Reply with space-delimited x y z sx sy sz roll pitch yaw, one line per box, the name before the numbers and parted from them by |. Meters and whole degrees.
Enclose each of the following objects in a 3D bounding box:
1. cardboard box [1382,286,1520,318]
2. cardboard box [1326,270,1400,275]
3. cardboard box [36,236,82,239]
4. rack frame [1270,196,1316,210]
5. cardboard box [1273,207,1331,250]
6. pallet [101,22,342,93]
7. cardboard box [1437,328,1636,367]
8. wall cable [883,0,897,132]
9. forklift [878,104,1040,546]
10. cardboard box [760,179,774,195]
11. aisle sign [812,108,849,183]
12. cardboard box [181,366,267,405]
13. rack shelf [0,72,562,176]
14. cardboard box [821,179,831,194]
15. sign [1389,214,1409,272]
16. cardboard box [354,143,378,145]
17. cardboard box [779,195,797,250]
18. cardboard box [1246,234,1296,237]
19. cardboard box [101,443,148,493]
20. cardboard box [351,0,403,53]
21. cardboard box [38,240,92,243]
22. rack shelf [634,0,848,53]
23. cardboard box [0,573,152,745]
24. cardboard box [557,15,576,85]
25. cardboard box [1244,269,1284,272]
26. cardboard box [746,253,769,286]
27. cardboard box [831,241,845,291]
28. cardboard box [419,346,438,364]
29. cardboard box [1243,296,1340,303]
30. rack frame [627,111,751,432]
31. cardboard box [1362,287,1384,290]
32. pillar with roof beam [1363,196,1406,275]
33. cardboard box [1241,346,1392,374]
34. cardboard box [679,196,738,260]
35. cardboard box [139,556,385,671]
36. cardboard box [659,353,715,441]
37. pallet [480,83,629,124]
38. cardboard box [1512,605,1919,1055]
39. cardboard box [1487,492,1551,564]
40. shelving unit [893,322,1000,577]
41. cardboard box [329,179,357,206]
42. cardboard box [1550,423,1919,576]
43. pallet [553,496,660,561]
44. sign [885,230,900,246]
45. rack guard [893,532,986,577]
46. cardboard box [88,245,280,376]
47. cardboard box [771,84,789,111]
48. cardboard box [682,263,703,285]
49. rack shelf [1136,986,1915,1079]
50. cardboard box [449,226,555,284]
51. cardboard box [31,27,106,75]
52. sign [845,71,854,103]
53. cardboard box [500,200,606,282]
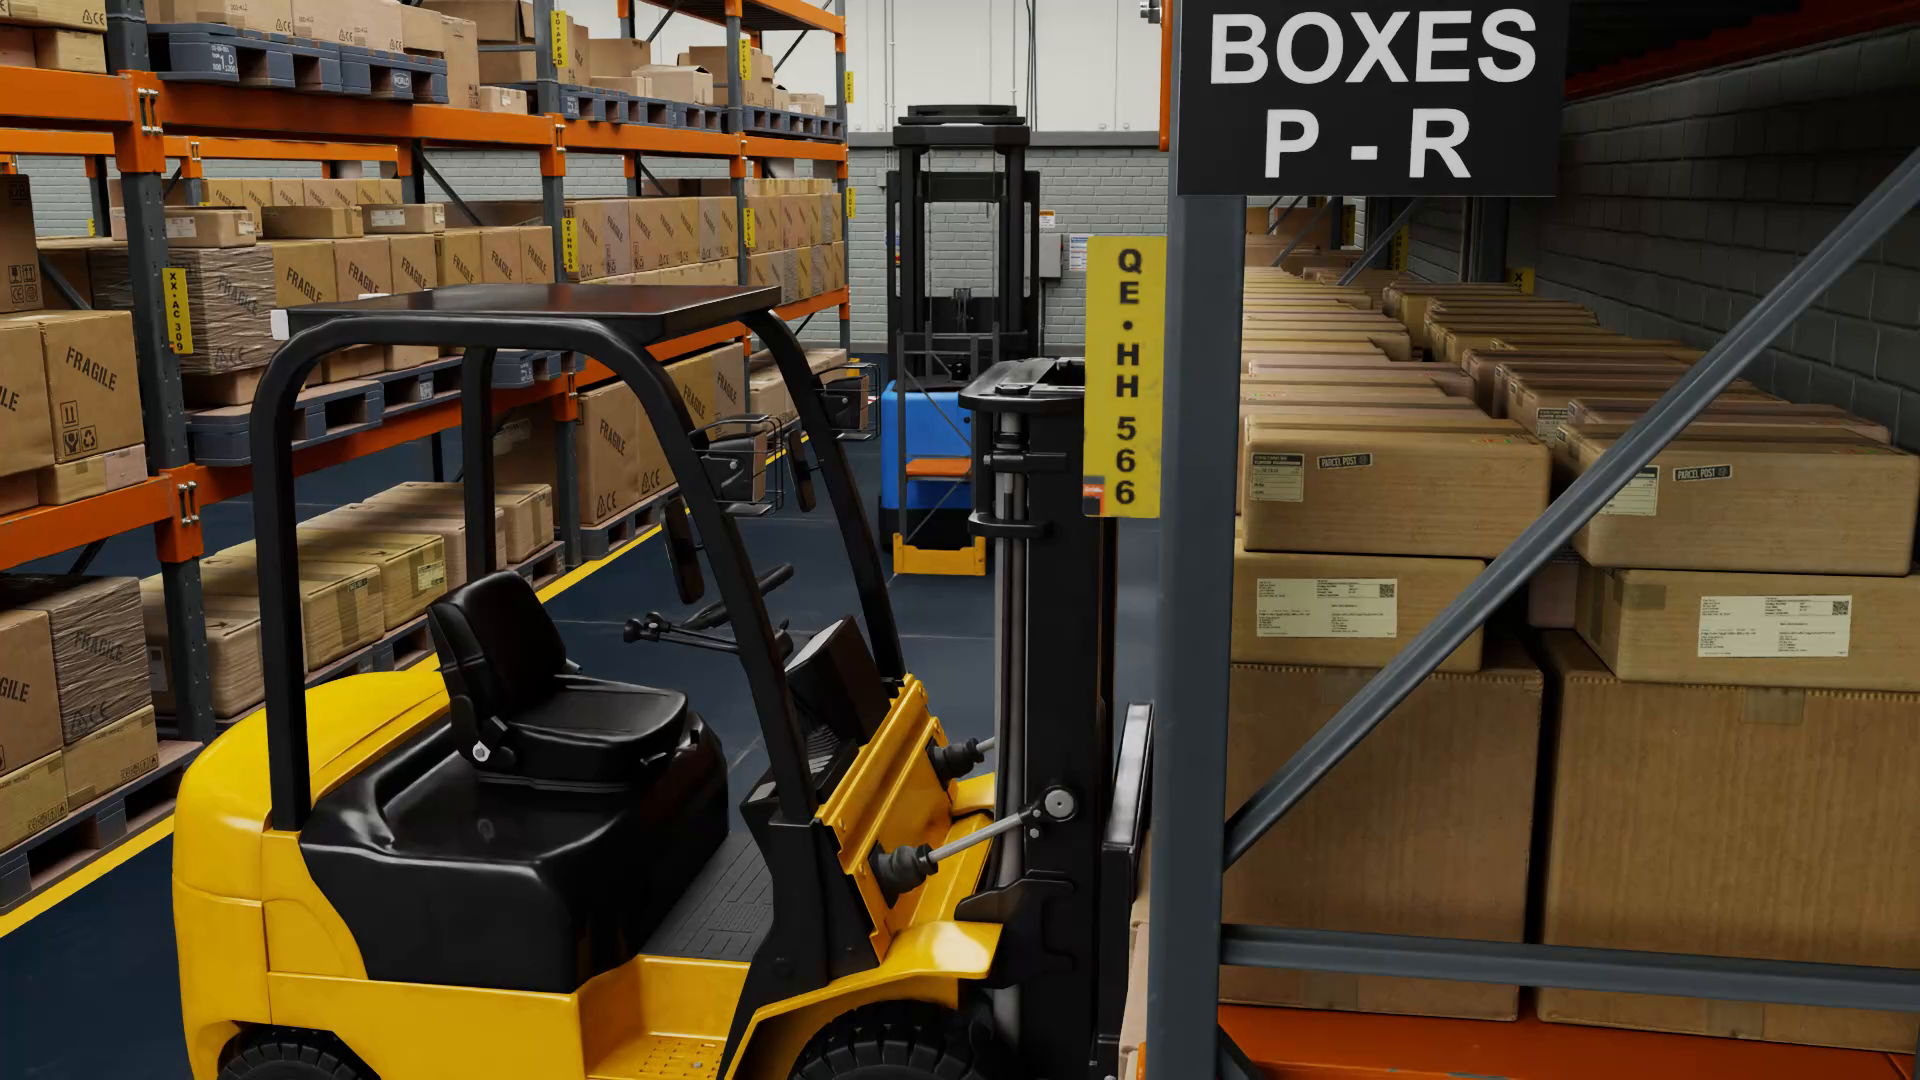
cardboard box | 1.514 -0.701 5.142 0.380 0.149 0.250 2 12 7
cardboard box | 2.179 -1.383 9.013 0.380 0.149 0.250 2 12 10
cardboard box | -7.789 -2.529 14.297 0.380 0.149 0.250 2 12 10
rack frame | 3.189 -2.815 17.433 1.000 3.000 0.127 2 12 9
cardboard box | 3.066 -2.722 14.874 0.500 0.500 0.500 2 12 7
pallet | -3.361 -1.976 6.869 1.213 0.211 1.003 2 12 9
cardboard box | 1.258 -0.379 3.650 0.380 0.149 0.250 2 12 9
wall cable | -1.119 -7.101 23.081 0.463 3.000 0.029 2 12 9
forklift | 0.029 -1.648 12.181 1.130 2.935 3.031 0 12 2
cardboard box | -1.906 -3.212 15.128 0.380 0.149 0.250 2 12 8
aisle sign | -1.398 -4.250 17.925 0.394 0.787 0.004 2 12 9
cardboard box | -3.164 -0.664 7.054 0.380 0.149 0.250 2 12 9
rack shelf | -3.254 -2.008 8.277 1.077 0.370 4.000 2 12 9
cardboard box | -1.545 -3.638 17.104 0.380 0.149 0.250 2 12 8
sign | 2.508 -1.698 9.504 0.100 0.325 0.005 2 12 9
cardboard box | -6.502 -4.297 17.549 0.500 0.250 0.500 2 12 9
cardboard box | -1.845 -2.982 15.600 0.500 0.500 0.500 2 12 10
cardboard box | 2.279 -2.143 13.081 0.700 0.500 0.500 2 12 10
cardboard box | -3.309 -0.277 6.255 0.380 0.149 0.250 2 12 8
cardboard box | -2.943 -2.395 7.724 0.500 0.250 0.500 2 12 8
cardboard box | -7.270 -2.349 13.462 0.380 0.149 0.250 1 12 7
rack shelf | -2.023 -4.944 15.730 1.077 0.370 4.000 2 12 9
cardboard box | -3.387 0.428 6.140 0.500 0.500 0.500 2 12 8
cardboard box | -2.982 -3.242 11.063 0.700 0.500 0.500 1 12 6
cardboard box | 1.579 -1.403 9.105 0.380 0.149 0.250 2 12 10
cardboard box | -2.000 -2.280 14.716 0.500 0.500 0.500 2 12 11
cardboard box | -1.528 -2.915 17.660 0.500 0.500 0.500 2 12 9
cardboard box | -2.924 -0.991 8.570 0.380 0.149 0.250 1 12 7
cardboard box | 0.879 -0.610 4.722 0.380 0.149 0.250 2 12 10
rack frame | -2.331 -2.142 14.312 1.000 3.000 0.127 2 12 9
cardboard box | 1.891 -1.065 7.536 0.380 0.149 0.250 2 12 9
pillar with roof beam | -0.682 -5.170 14.122 9.100 9.000 0.400 2 12 9
cardboard box | 0.639 -0.292 3.243 0.380 0.149 0.250 2 12 10
cardboard box | -2.152 -2.578 13.727 0.500 0.500 0.500 2 12 10
cardboard box | -3.376 0.344 8.019 0.950 0.372 0.625 3 12 12
cardboard box | -2.478 -0.989 13.007 0.875 0.875 0.875 2 12 10
pallet | -2.899 -2.819 10.782 1.213 0.211 1.003 2 12 11
cardboard box | 1.079 0.373 2.405 0.500 0.500 0.500 2 12 10
cardboard box | 1.058 -0.018 2.680 0.380 0.149 0.250 2 12 8
shelving unit | -0.056 -0.624 10.822 0.587 1.500 1.083 2 12 9
cardboard box | -6.596 -3.480 17.203 0.500 0.500 0.500 3 12 12
cardboard box | 0.992 -0.058 2.161 0.380 0.149 0.250 2 12 8
pallet | -2.750 -0.108 11.493 1.003 0.211 1.213 2 12 9
sign | -0.910 -4.296 23.664 0.327 0.218 0.001 2 12 9
rack guard | -0.128 0.090 10.472 0.587 0.250 0.087 2 12 9
cardboard box | -3.206 -0.964 6.909 0.500 0.500 0.500 2 12 10
cardboard box | -1.995 -4.342 16.376 0.500 0.311 0.500 2 12 10
cardboard box | -2.302 -2.001 12.828 0.500 0.250 0.500 2 12 10
rack shelf | 1.036 0.451 3.986 1.077 0.370 4.000 2 12 9
cardboard box | -2.741 -1.605 9.882 0.500 0.500 0.500 2 12 7
cardboard box | -3.308 -1.744 5.944 0.380 0.149 0.250 2 12 9
sign | -1.182 -4.815 17.680 0.100 0.325 0.005 2 12 9
cardboard box | -2.629 -1.942 10.772 0.500 0.500 0.500 1 12 7
